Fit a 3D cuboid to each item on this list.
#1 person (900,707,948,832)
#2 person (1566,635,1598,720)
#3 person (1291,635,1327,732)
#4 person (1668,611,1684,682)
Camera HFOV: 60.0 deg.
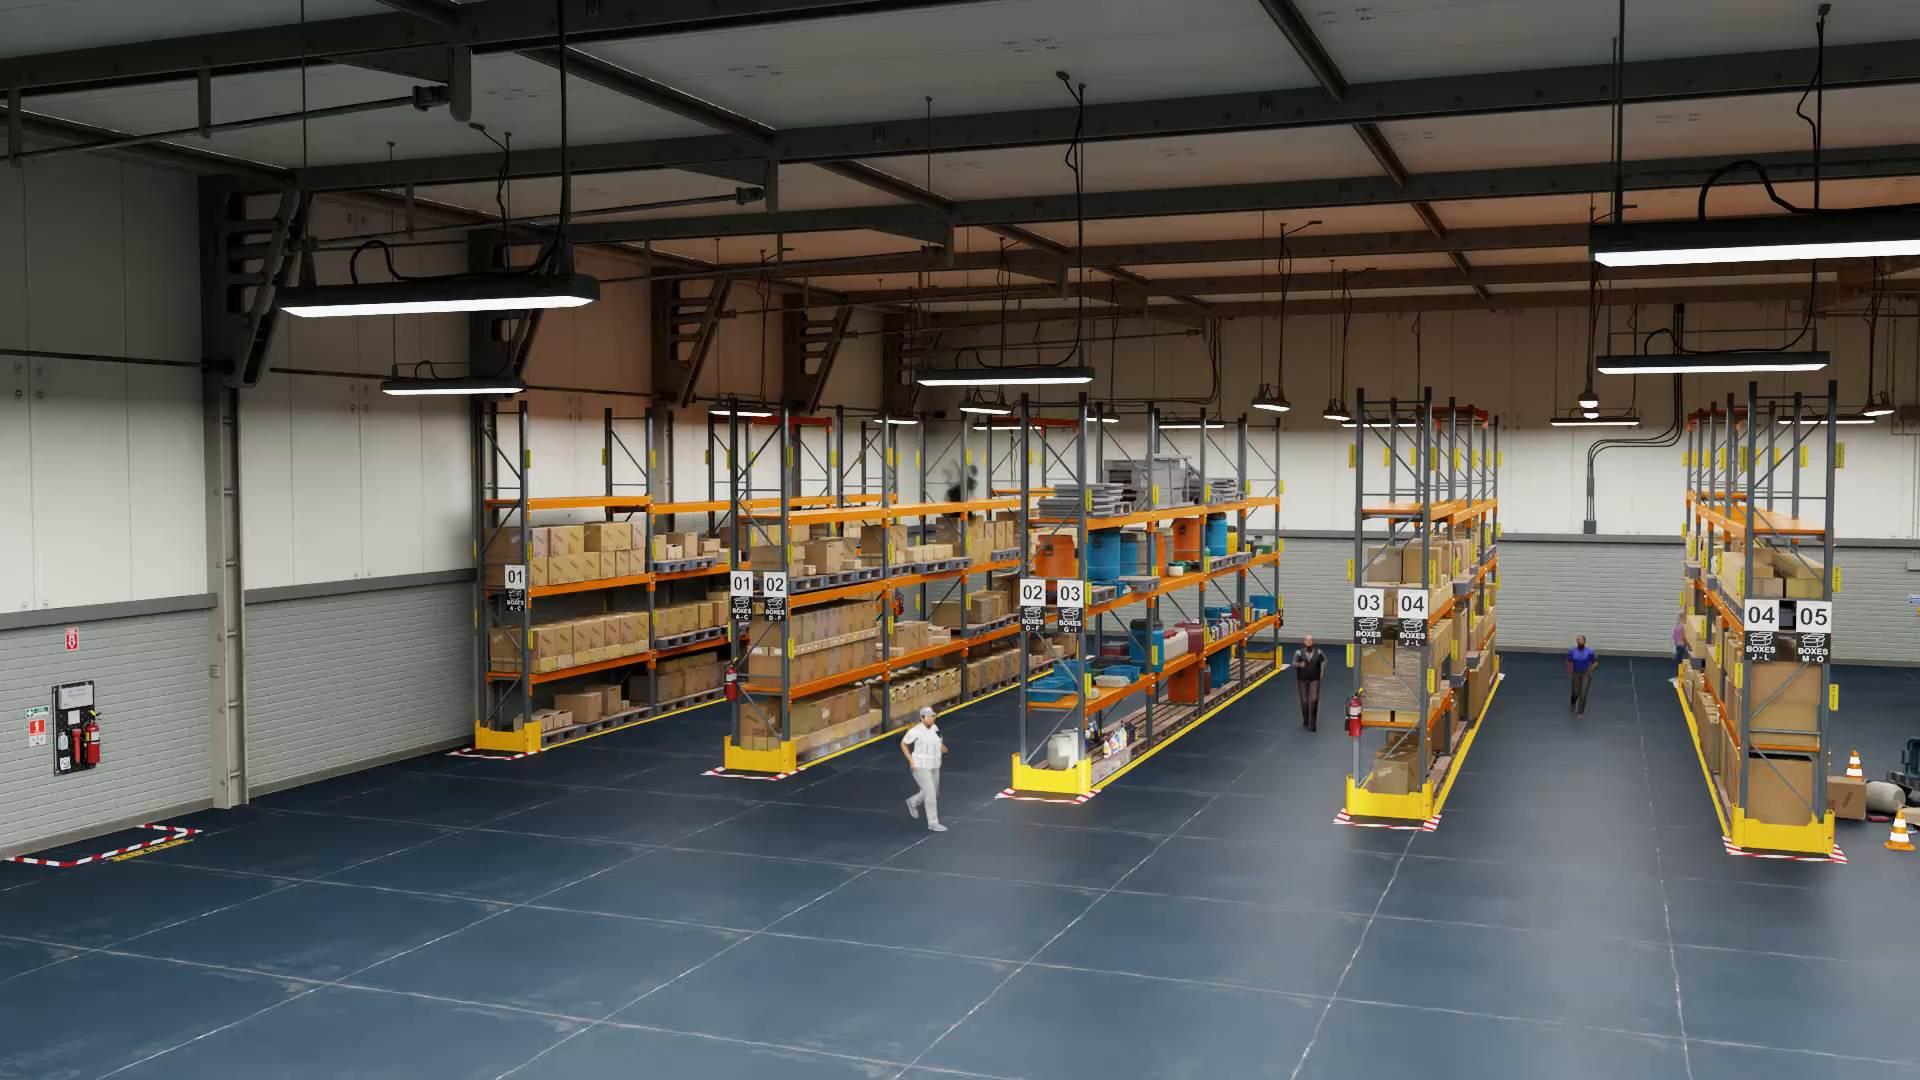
[{"bbox_3d":[-0.481,3.071,22.500,0.610,1.644,0.855,-3,4,-44],"label":"person"},{"bbox_3d":[11.983,2.649,32.058,0.571,1.616,0.595,1,3,22],"label":"person"},{"bbox_3d":[6.453,2.645,30.758,0.639,1.774,0.734,1,3,15],"label":"person"},{"bbox_3d":[16.252,2.393,37.340,0.750,1.581,0.564,0,3,2],"label":"person"}]
